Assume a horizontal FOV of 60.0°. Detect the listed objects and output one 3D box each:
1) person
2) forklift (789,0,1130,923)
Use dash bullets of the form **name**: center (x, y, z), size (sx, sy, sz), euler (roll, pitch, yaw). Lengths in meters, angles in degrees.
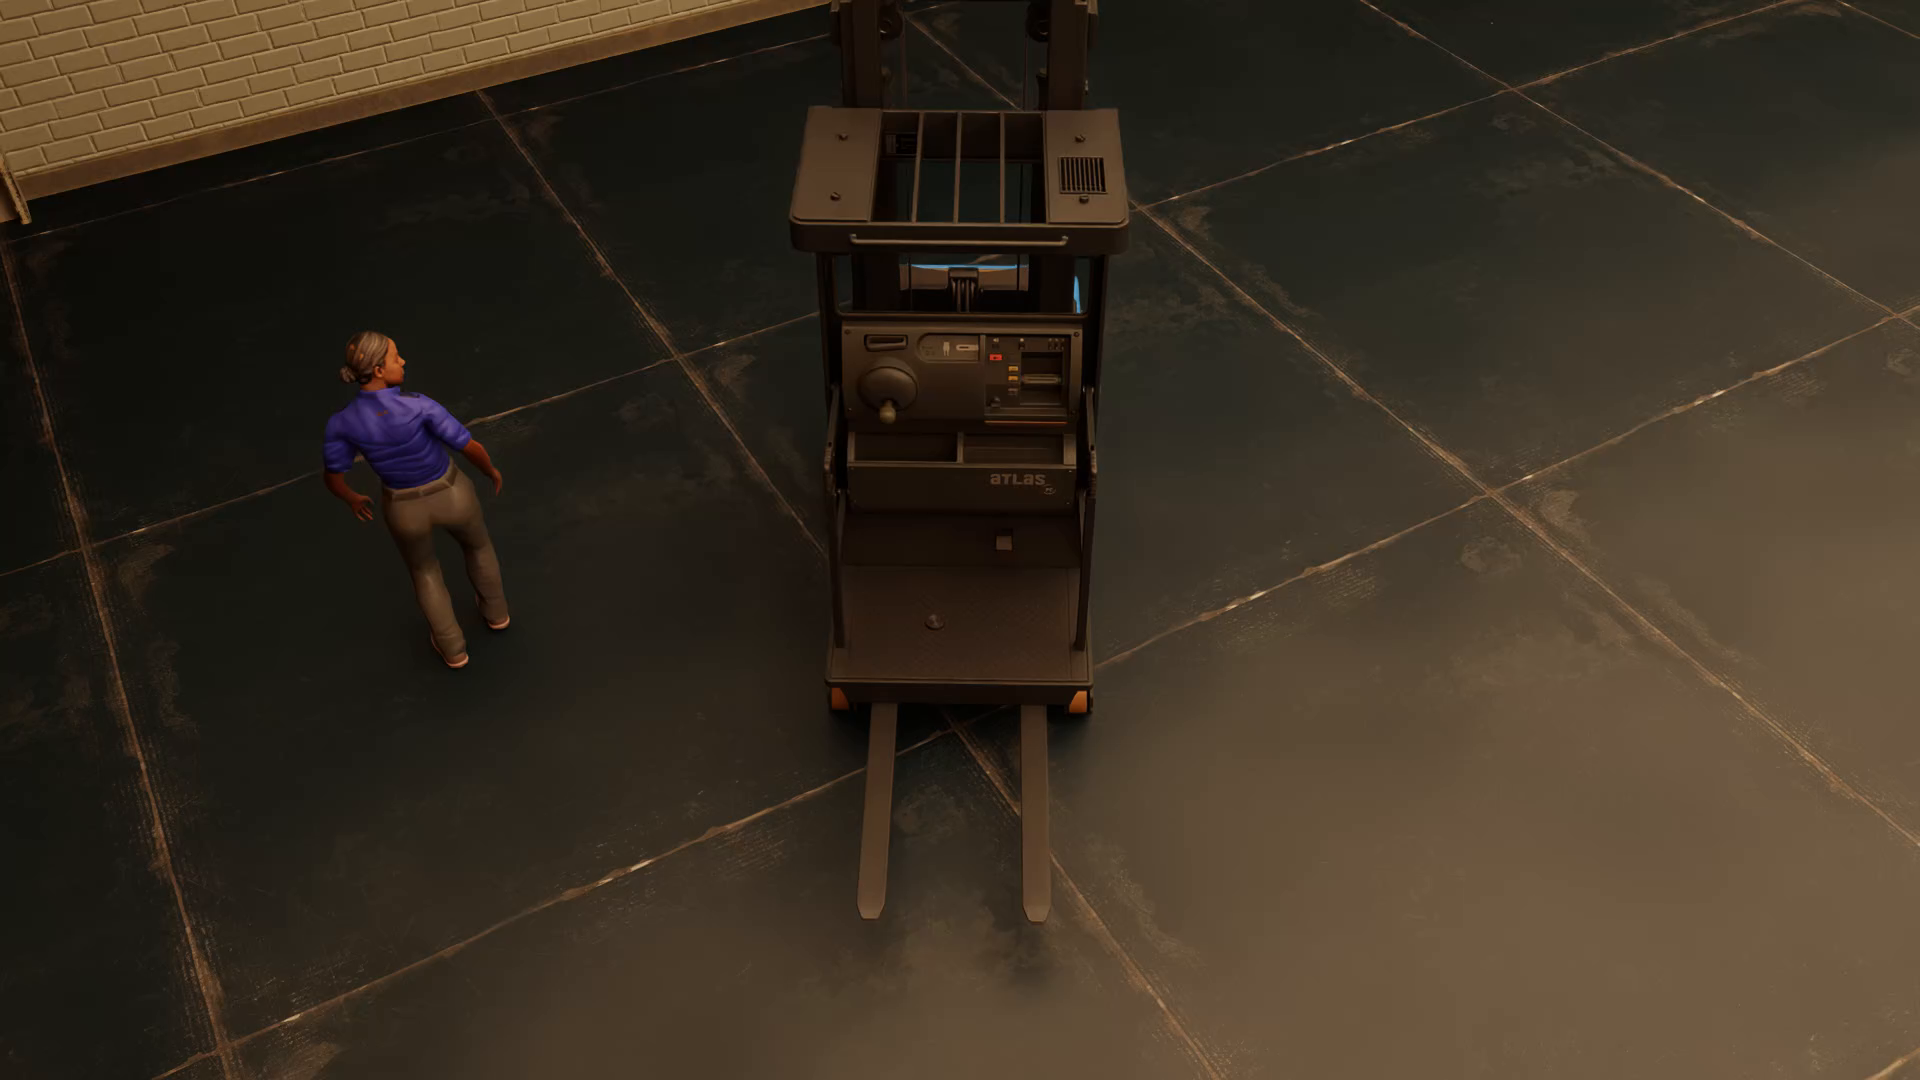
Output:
- **person**: center (-2.223, -0.188, 6.856), size (0.663, 1.637, 0.471), euler (-12, 44, -13)
- **forklift**: center (0.005, -0.559, 6.300), size (1.130, 2.935, 3.031), euler (1, 43, 1)
